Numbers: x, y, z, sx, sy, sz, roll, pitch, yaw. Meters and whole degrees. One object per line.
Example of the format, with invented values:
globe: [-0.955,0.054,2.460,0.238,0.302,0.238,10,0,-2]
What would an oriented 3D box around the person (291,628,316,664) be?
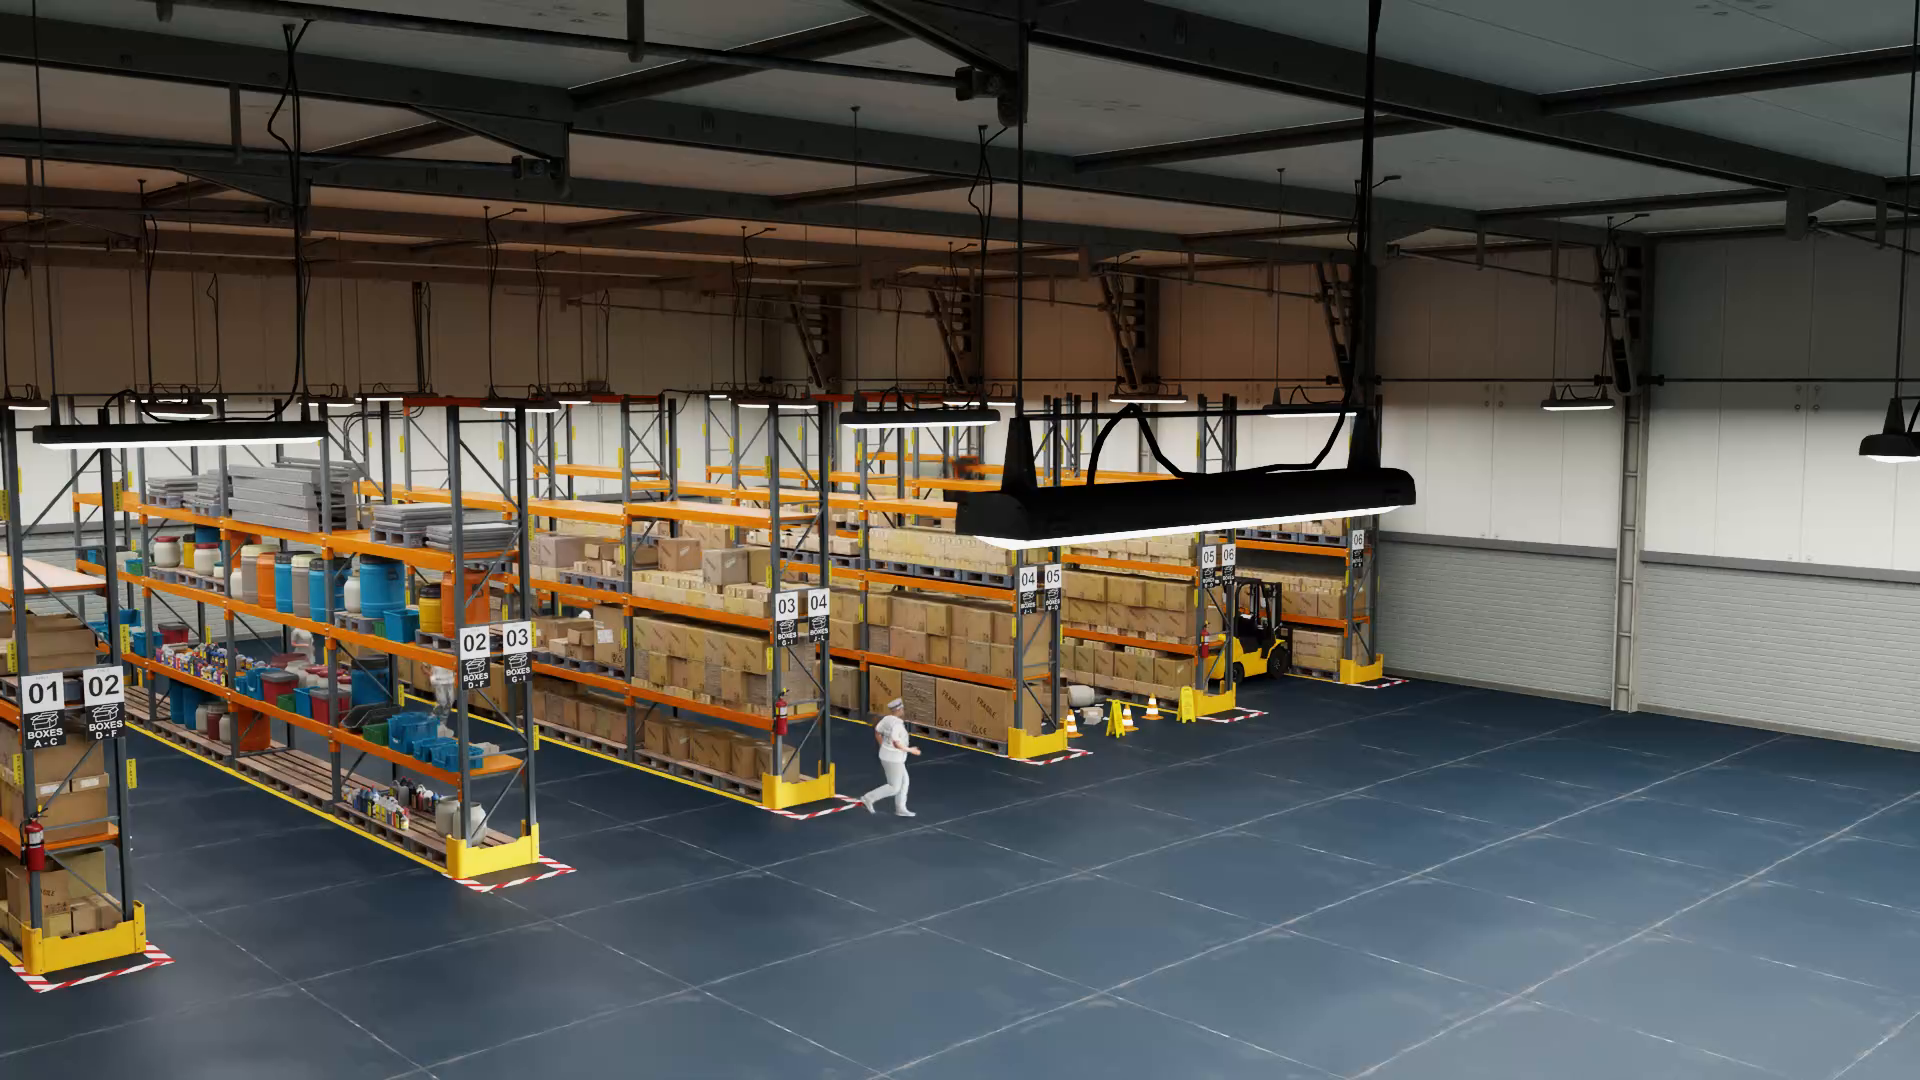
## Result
person: [-13.003,2.310,32.931,0.955,1.678,0.555,5,7,42]

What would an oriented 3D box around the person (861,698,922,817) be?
person: [-1.027,3.159,23.936,0.884,1.759,0.638,-2,6,-17]

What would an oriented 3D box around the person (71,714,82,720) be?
person: [-15.477,2.662,28.946,0.612,1.732,0.691,4,7,38]

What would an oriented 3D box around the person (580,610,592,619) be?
person: [-8.042,2.204,34.880,1.006,1.524,0.668,3,6,25]

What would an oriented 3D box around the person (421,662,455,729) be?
person: [-9.250,2.577,29.814,0.564,1.739,0.663,5,7,41]
